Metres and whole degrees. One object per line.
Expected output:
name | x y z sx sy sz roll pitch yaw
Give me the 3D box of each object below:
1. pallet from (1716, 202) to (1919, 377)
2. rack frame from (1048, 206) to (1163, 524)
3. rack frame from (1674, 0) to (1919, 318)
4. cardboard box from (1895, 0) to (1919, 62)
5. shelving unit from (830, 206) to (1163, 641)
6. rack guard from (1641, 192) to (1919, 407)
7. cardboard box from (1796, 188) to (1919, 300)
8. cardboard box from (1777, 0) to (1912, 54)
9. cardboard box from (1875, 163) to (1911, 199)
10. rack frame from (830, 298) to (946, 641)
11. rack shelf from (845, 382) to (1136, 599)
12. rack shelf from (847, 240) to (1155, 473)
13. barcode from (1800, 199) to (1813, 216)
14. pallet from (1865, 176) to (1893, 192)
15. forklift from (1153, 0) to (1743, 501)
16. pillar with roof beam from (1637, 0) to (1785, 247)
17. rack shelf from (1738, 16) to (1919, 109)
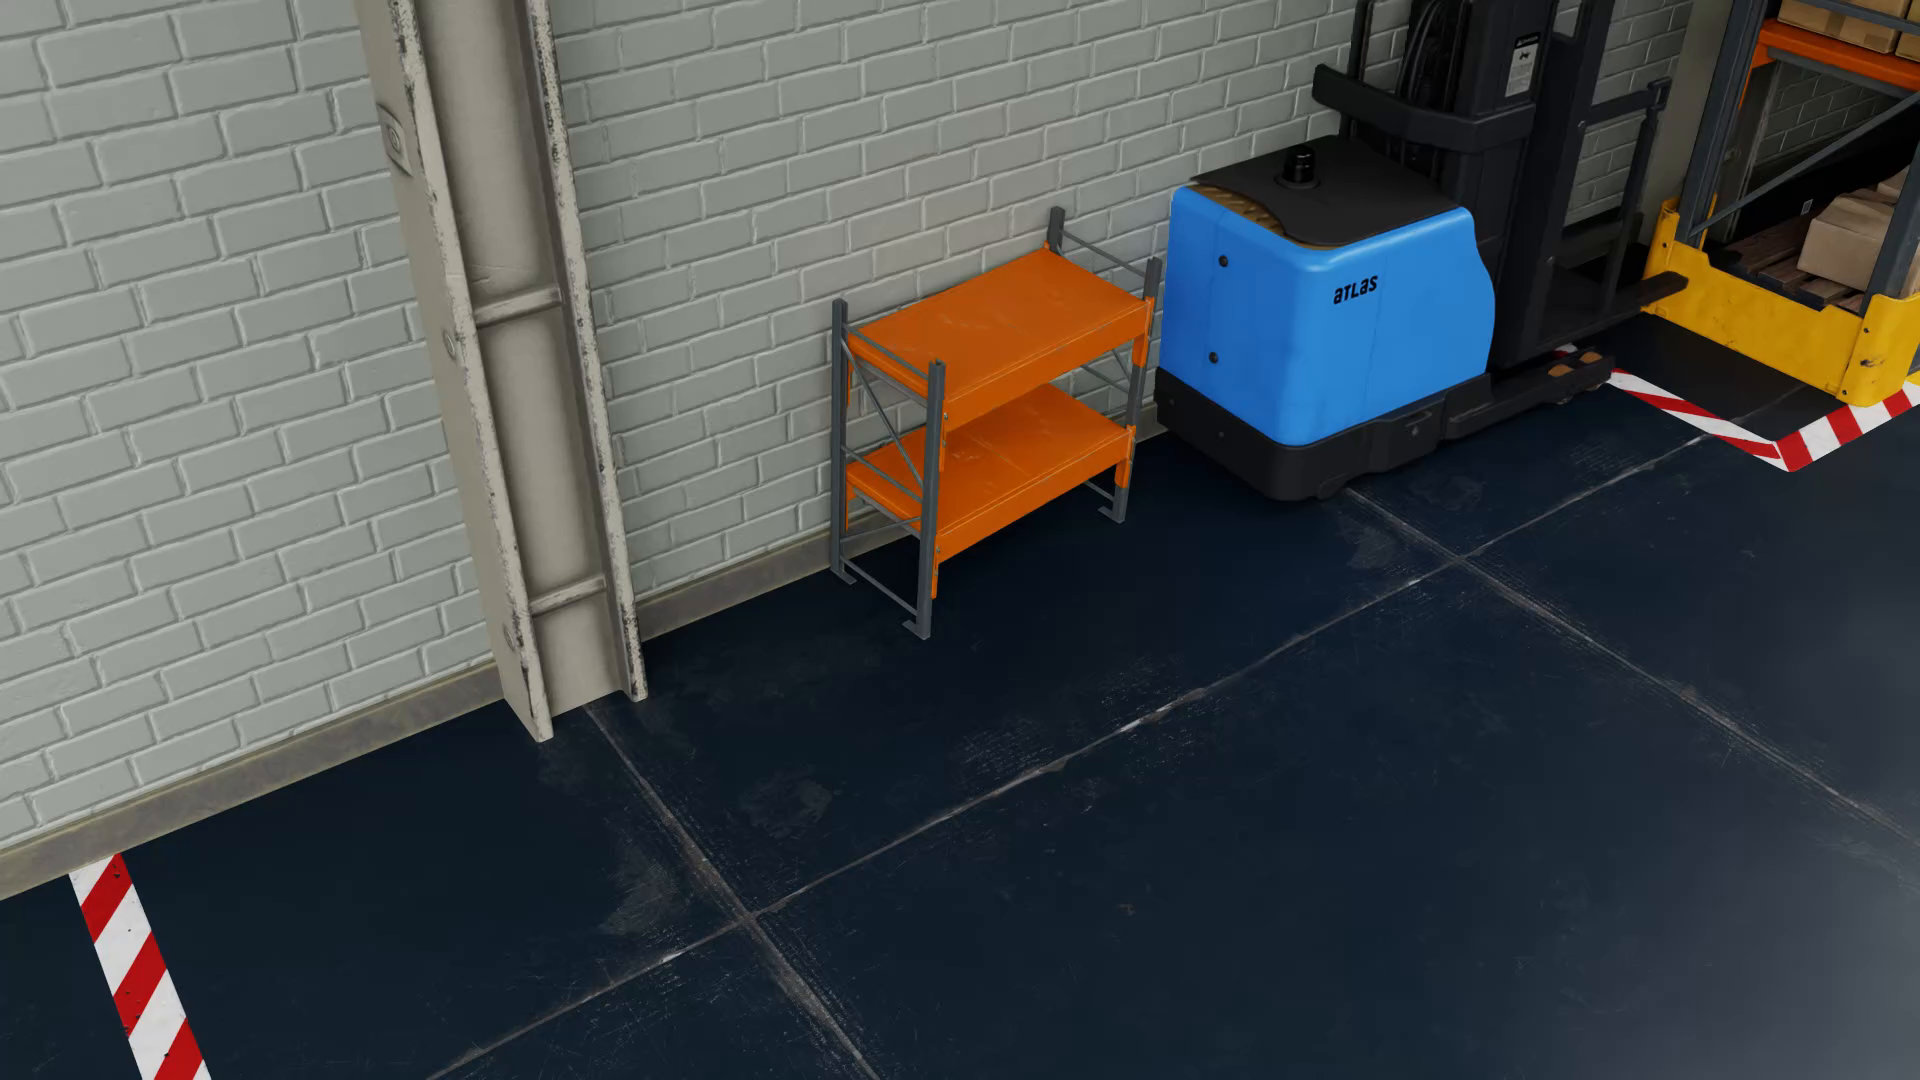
pallet | 4.295 -1.225 7.772 1.213 0.211 1.003 -22 41 -28
rack frame | 0.476 -0.625 6.127 0.032 1.125 0.500 -29 49 -34
rack frame | 3.548 -2.075 6.566 0.127 3.000 1.000 -22 41 -28
cardboard box | 4.130 -2.035 6.622 0.500 0.250 0.500 -24 42 -29
shelving unit | 0.110 -0.420 5.840 1.048 1.125 0.538 -29 49 -34
rack guard | 3.610 -1.086 7.331 0.348 0.500 1.175 -22 41 -28
cardboard box | 4.166 -1.352 7.487 0.500 0.311 0.500 -28 44 -33
cardboard box | 3.819 -2.272 6.951 0.500 0.250 0.500 -22 41 -27
cardboard box | 4.632 -1.544 7.753 0.500 0.311 0.500 -19 40 -24
rack frame | -0.257 -0.215 5.553 0.032 1.125 0.500 -29 49 -34
rack shelf | 0.096 -0.230 5.993 1.000 0.278 0.538 -29 49 -34
rack shelf | 0.126 -0.648 5.657 1.000 0.278 0.538 -29 49 -34
barcode | 3.950 -1.552 7.758 0.075 0.075 0.001 -22 41 -28
pallet | 5.291 -1.633 8.339 1.213 0.211 1.003 -22 41 -28
forklift | 2.189 -2.000 6.521 3.031 2.935 1.130 -21 41 -27
pillar with roof beam | 6.102 -3.104 2.859 0.400 9.000 9.100 -22 41 -28
rack shelf | 5.183 -2.456 7.711 4.000 0.370 1.077 -22 41 -28
